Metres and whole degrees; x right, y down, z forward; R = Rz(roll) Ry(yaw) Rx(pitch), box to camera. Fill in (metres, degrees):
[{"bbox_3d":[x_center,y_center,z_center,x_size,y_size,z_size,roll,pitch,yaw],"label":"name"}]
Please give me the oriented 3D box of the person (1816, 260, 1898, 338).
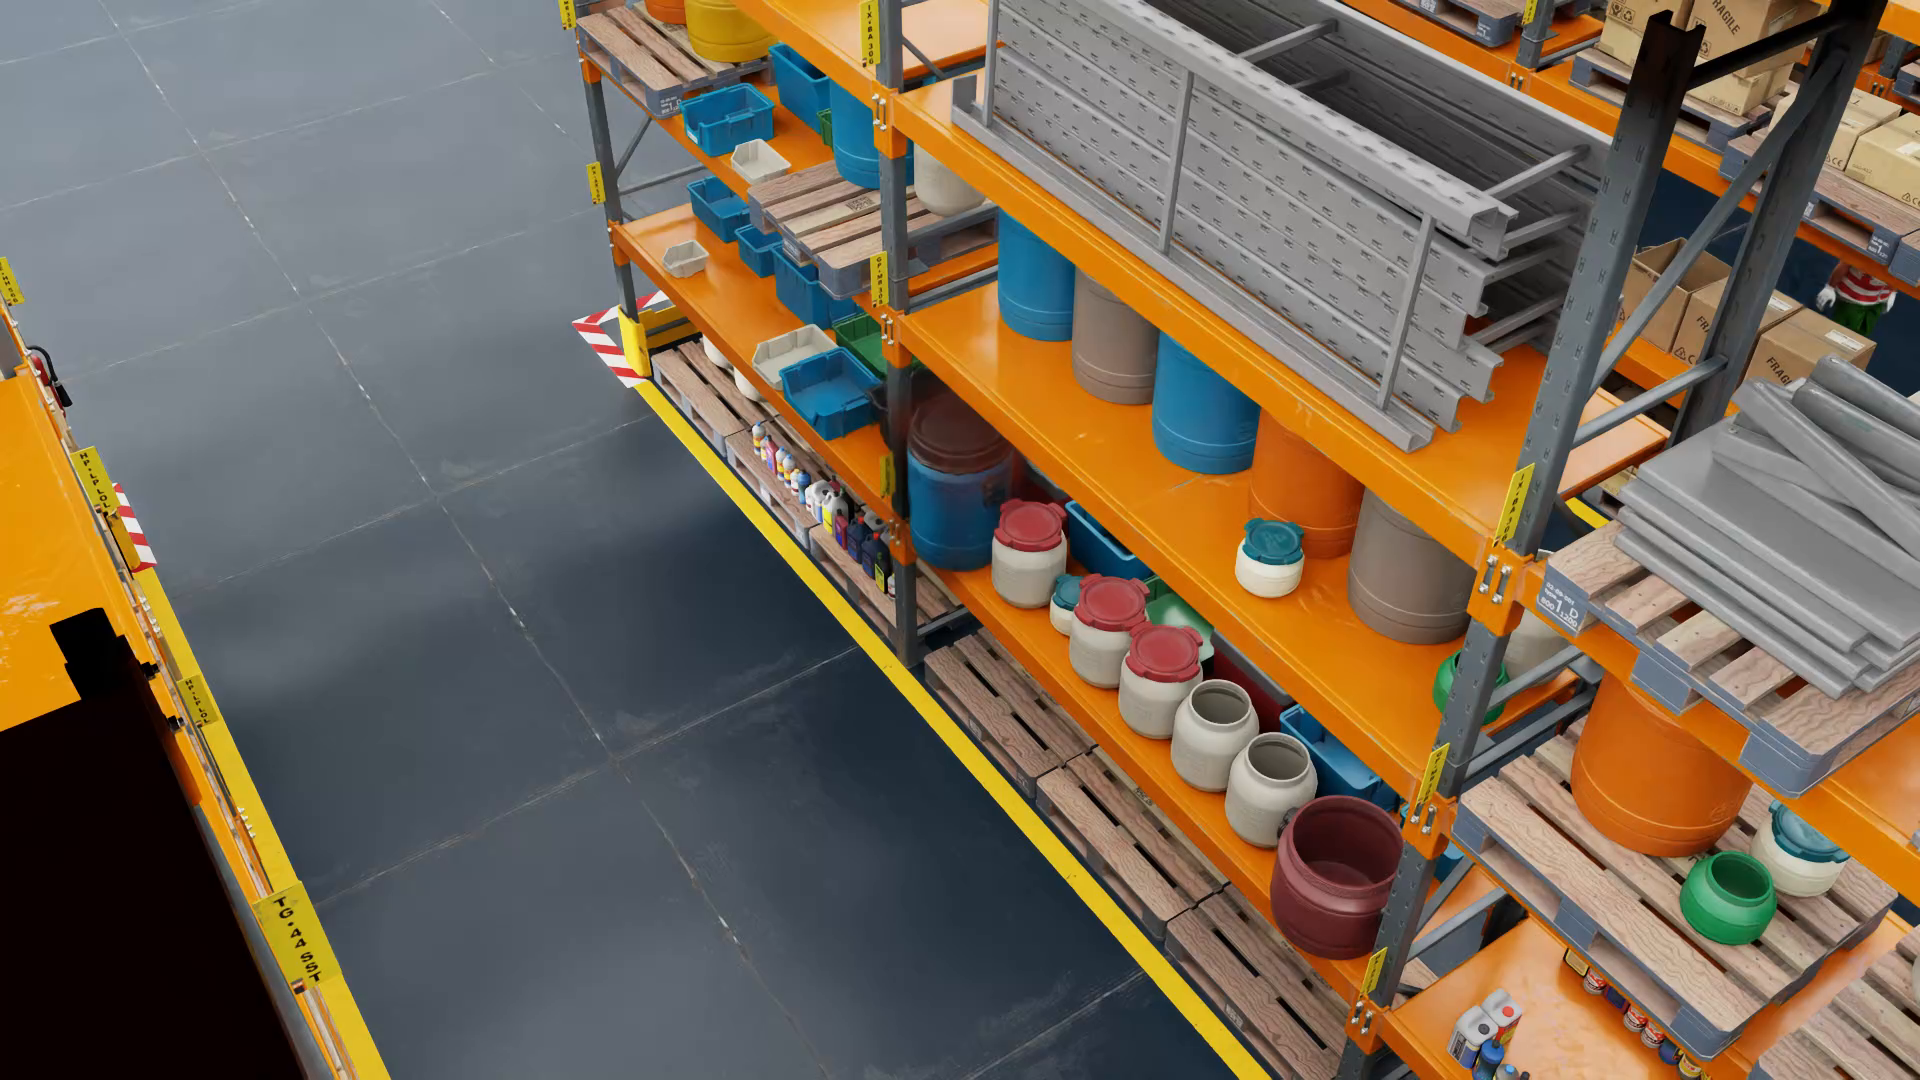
[{"bbox_3d":[6.723,-1.844,12.435,0.582,1.760,0.560,-18,46,-18],"label":"person"}]
